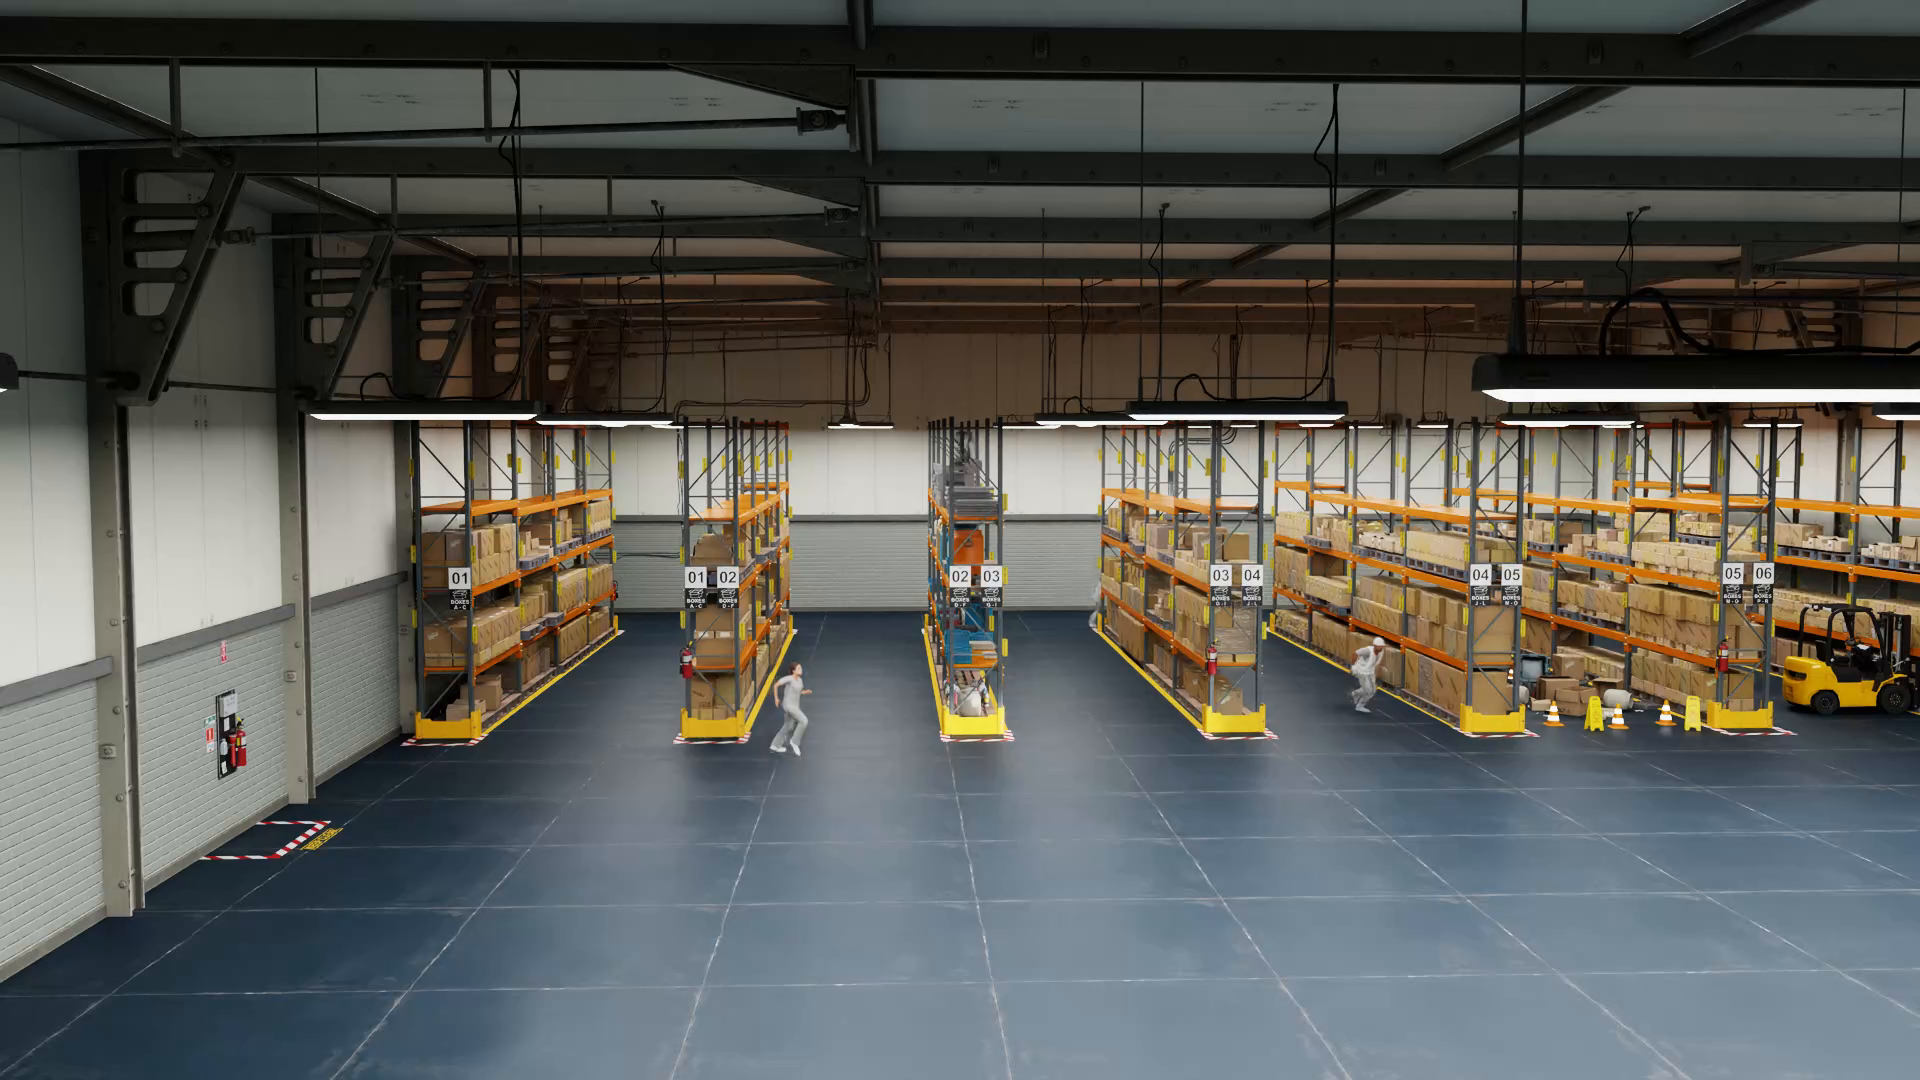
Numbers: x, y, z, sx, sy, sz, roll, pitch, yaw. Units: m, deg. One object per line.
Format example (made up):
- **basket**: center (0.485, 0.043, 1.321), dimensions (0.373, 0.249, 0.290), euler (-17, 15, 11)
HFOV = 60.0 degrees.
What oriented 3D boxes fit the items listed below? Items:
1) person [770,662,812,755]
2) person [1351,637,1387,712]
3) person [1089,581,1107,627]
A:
- **person**: center (-2.989, 2.972, 29.347), dimensions (0.796, 1.650, 0.590), euler (1, 4, 21)
- **person**: center (8.263, 2.735, 33.761), dimensions (0.711, 1.583, 0.870), euler (-2, 4, -30)
- **person**: center (4.085, 1.787, 48.730), dimensions (0.610, 1.534, 0.495), euler (-1, 4, -8)
